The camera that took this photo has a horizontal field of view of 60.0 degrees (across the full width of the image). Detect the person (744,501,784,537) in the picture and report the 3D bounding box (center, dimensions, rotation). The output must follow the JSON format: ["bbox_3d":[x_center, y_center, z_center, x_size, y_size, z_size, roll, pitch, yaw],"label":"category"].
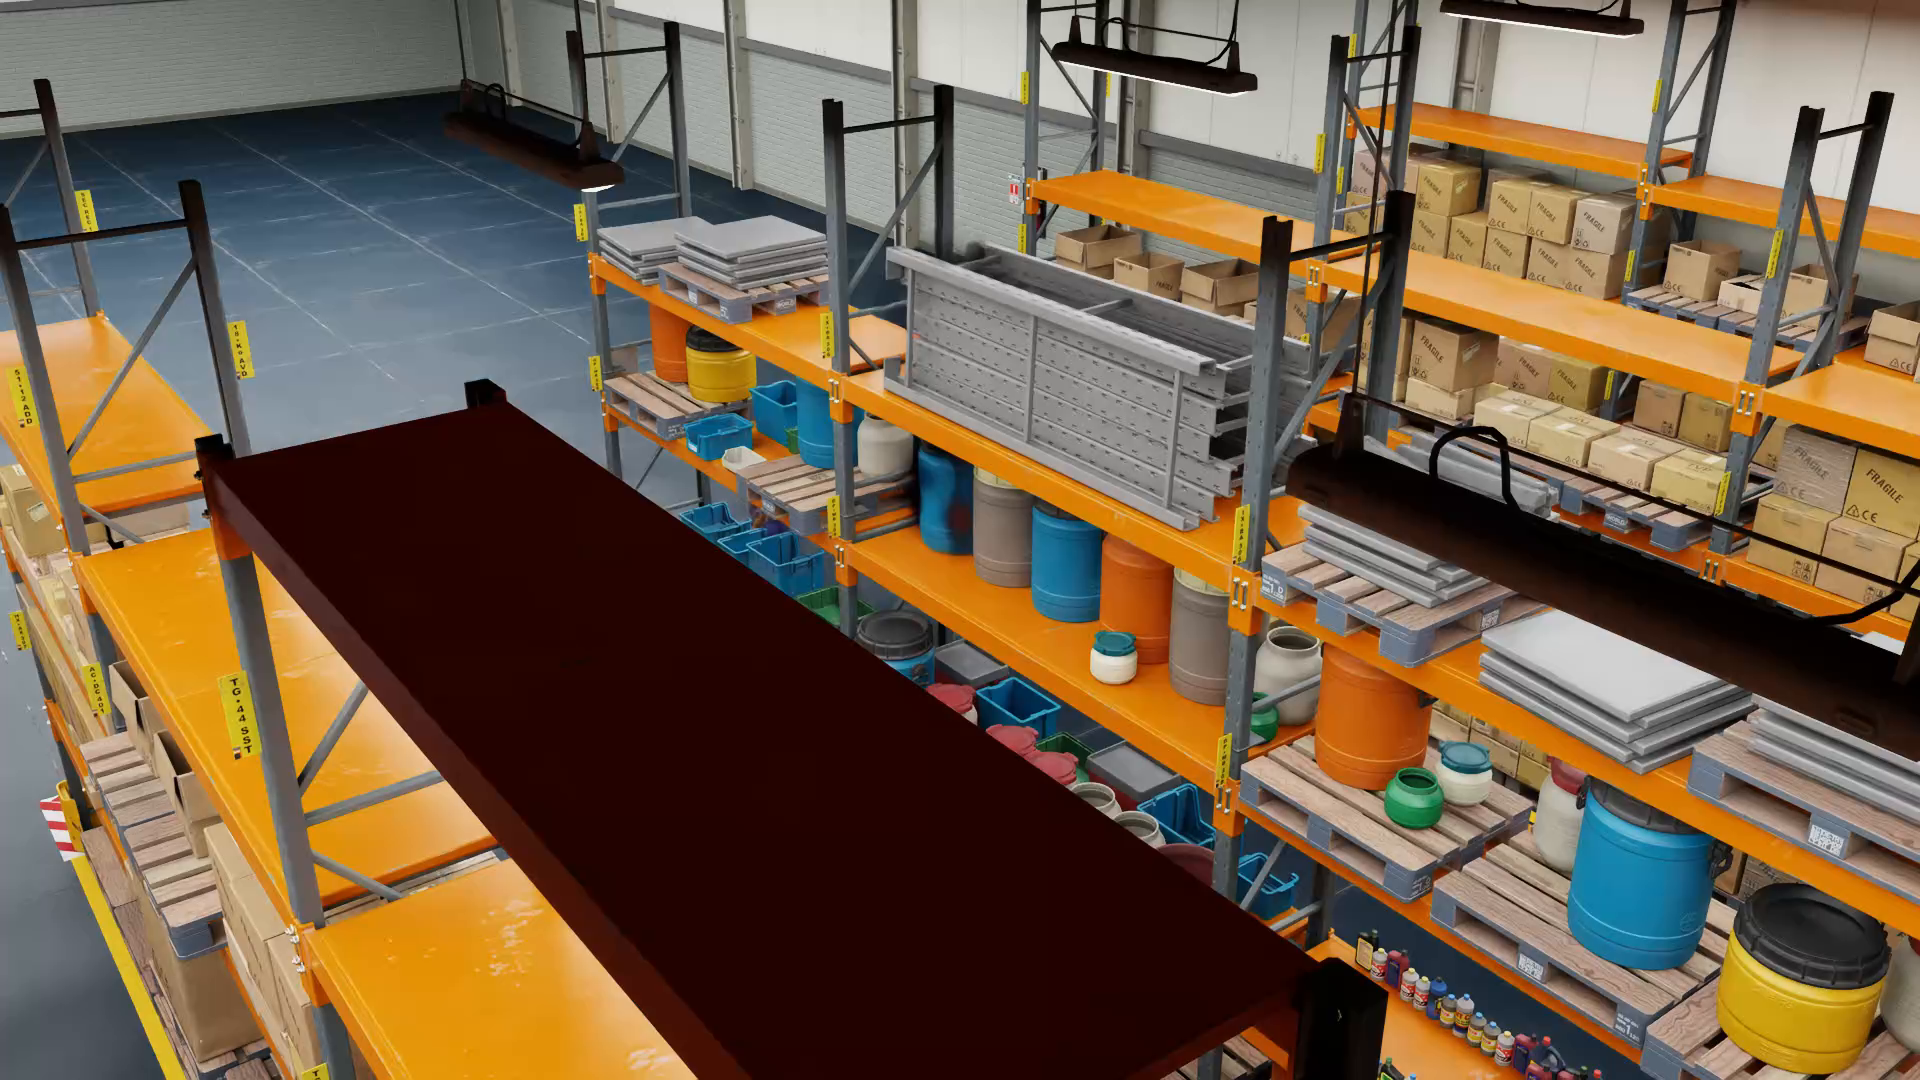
[{"bbox_3d":[-1.969,-0.094,17.316,0.586,1.593,0.592,4,25,8],"label":"person"}]
